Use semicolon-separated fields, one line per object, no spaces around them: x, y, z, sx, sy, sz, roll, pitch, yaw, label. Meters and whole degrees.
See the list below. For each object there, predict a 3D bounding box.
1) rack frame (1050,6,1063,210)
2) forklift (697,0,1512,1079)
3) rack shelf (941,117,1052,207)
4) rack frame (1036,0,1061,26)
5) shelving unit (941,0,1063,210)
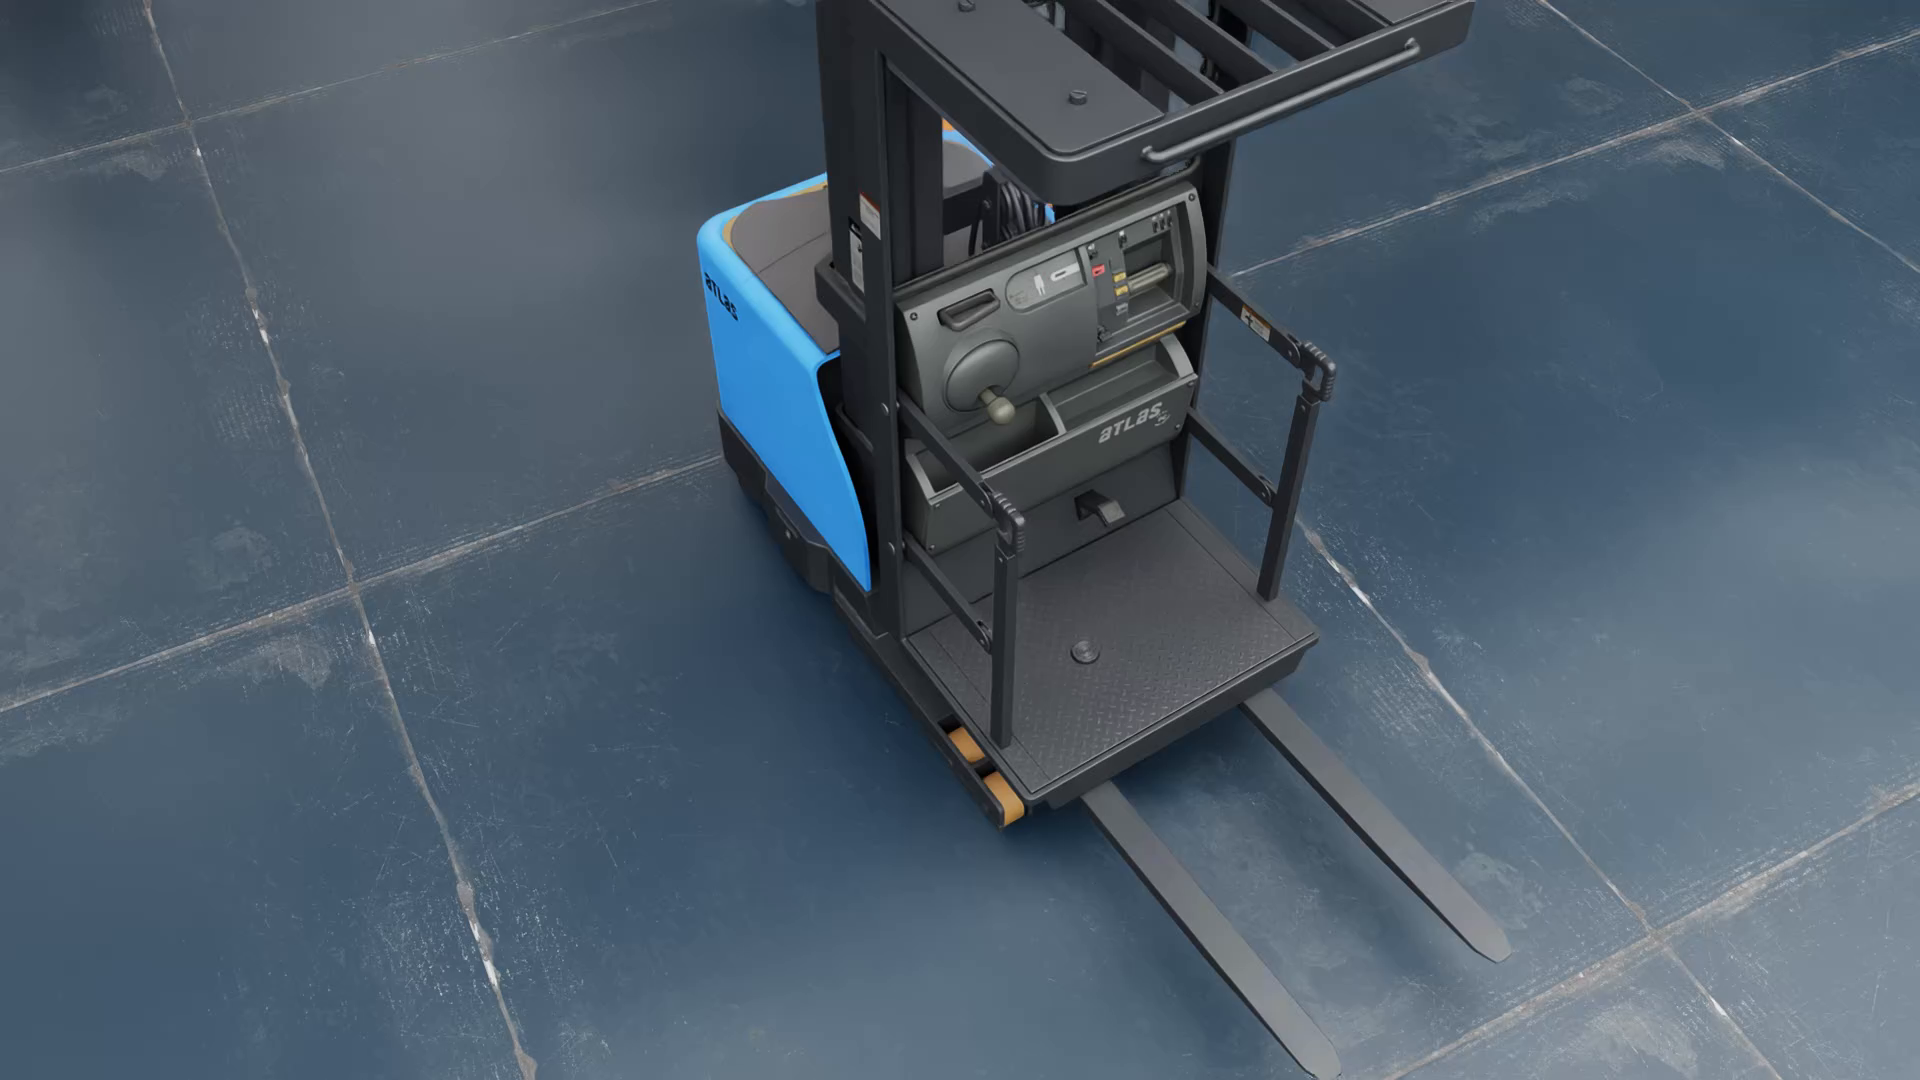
0.116;-1.213;5.815;0.500;1.500;0.032;1;49;1;rack frame
0.385;-0.522;4.259;1.130;2.935;3.031;-26;54;-21;forklift
0.127;-1.477;6.285;0.538;0.185;1.000;1;49;1;rack shelf
0.138;-1.978;6.484;0.500;1.500;0.032;1;49;1;rack frame
0.127;-1.603;6.155;0.587;1.500;1.083;1;49;1;shelving unit
